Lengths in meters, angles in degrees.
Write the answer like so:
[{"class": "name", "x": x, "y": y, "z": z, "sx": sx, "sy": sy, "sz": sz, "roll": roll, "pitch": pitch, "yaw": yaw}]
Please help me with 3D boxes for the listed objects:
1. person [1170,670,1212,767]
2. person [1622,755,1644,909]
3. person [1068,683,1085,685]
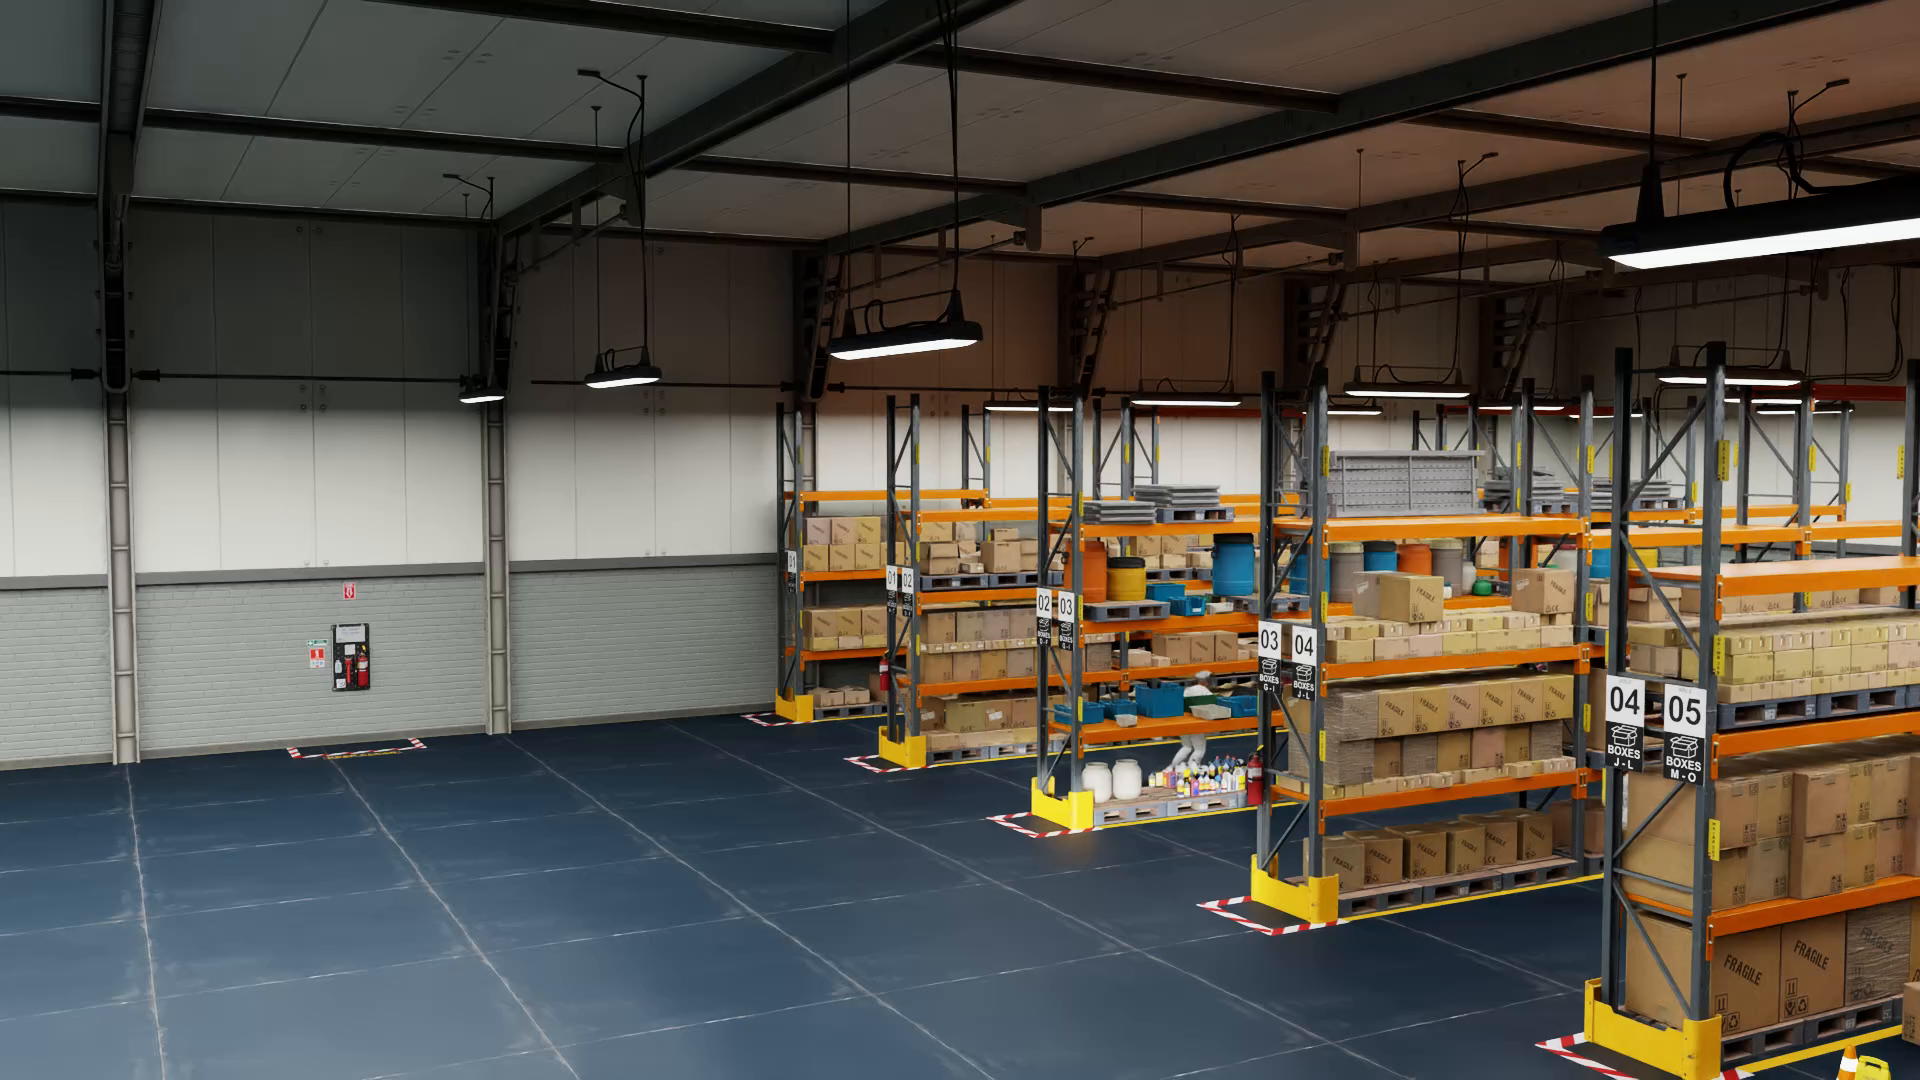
[{"class": "person", "x": 3.620, "y": 2.869, "z": 25.726, "sx": 0.761, "sy": 1.685, "sz": 0.608, "roll": -3, "pitch": 4, "yaw": -39}, {"class": "person", "x": 7.592, "y": 3.269, "z": 18.831, "sx": 0.450, "sy": 1.703, "sz": 0.593, "roll": -1, "pitch": 3, "yaw": -9}, {"class": "person", "x": 2.105, "y": 2.693, "z": 30.597, "sx": 0.445, "sy": 1.499, "sz": 0.392, "roll": 3, "pitch": 4, "yaw": 41}]
